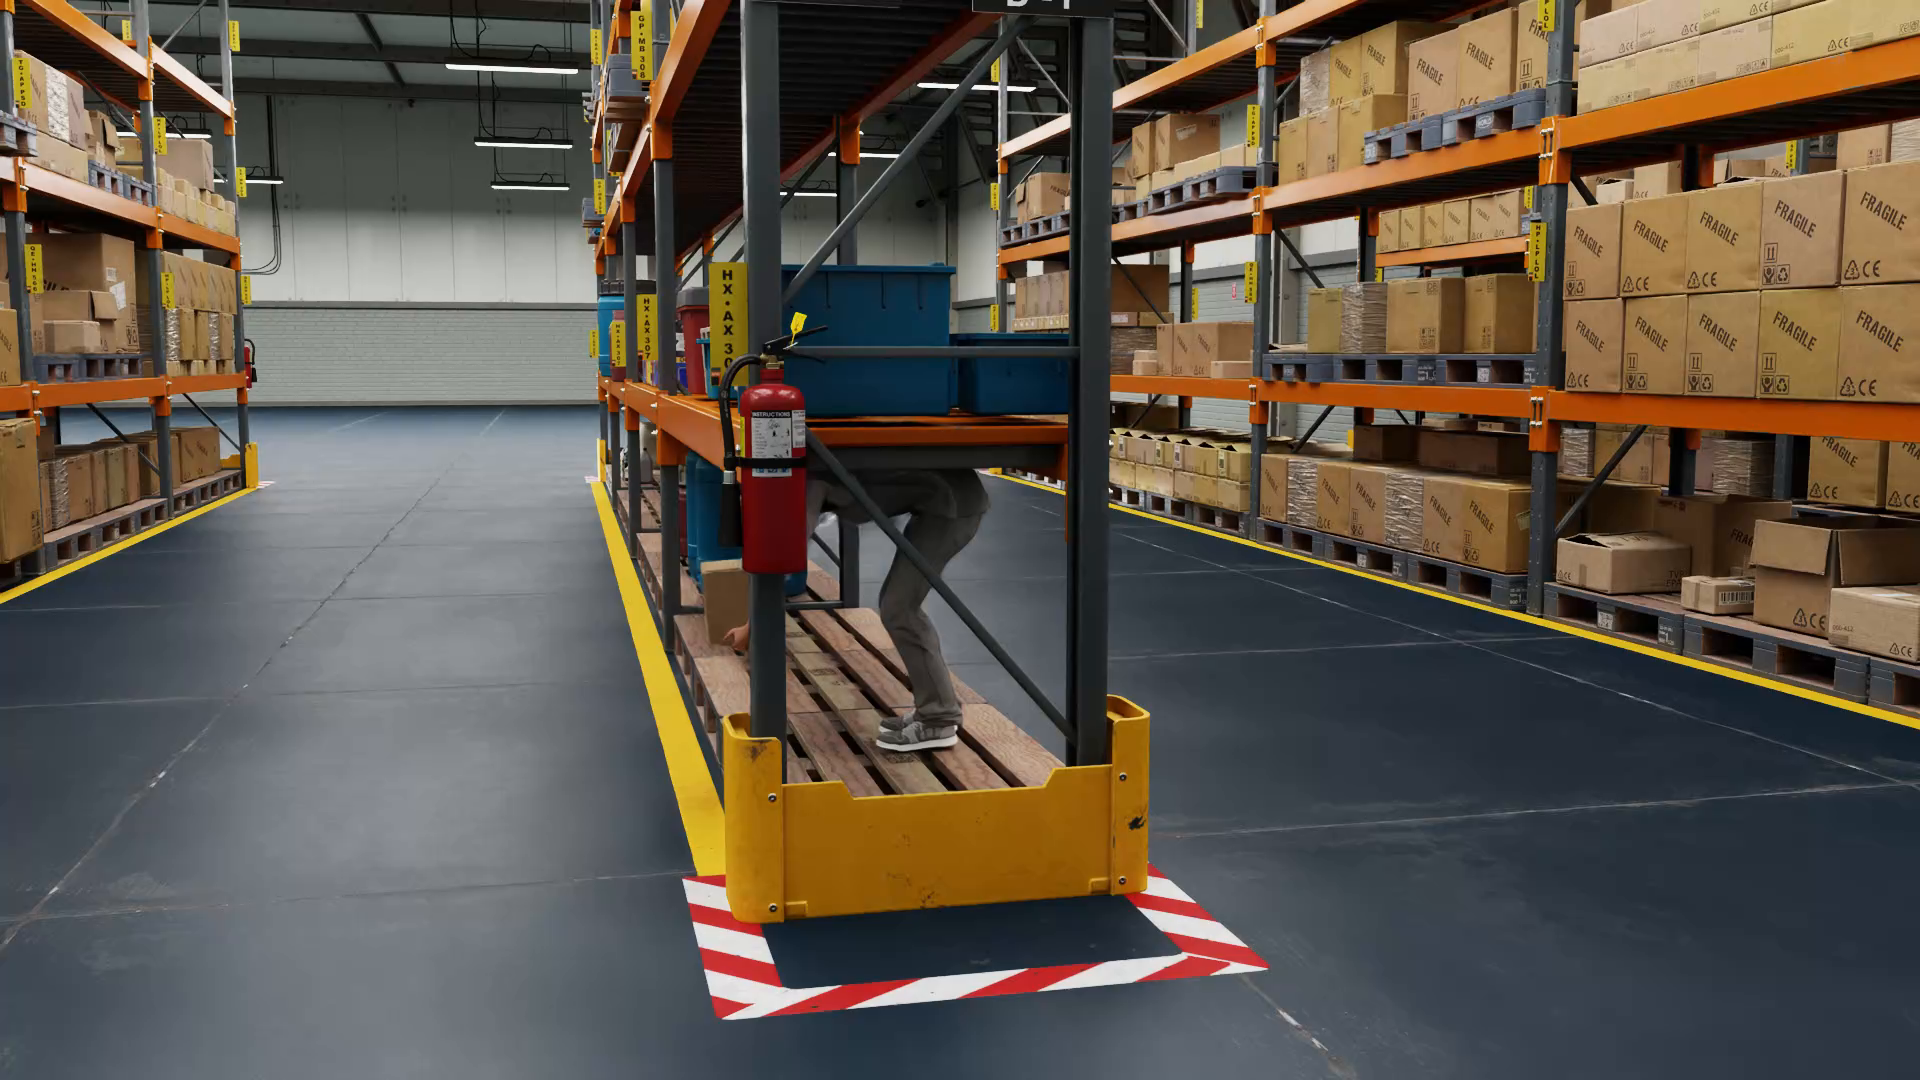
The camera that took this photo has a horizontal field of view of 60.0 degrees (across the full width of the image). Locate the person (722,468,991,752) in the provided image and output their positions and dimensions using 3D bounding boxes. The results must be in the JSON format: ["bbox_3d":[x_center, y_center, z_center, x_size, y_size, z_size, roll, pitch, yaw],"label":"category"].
[{"bbox_3d":[-0.352,0.170,5.514,0.906,1.034,0.386,0,6,-3],"label":"person"}]
